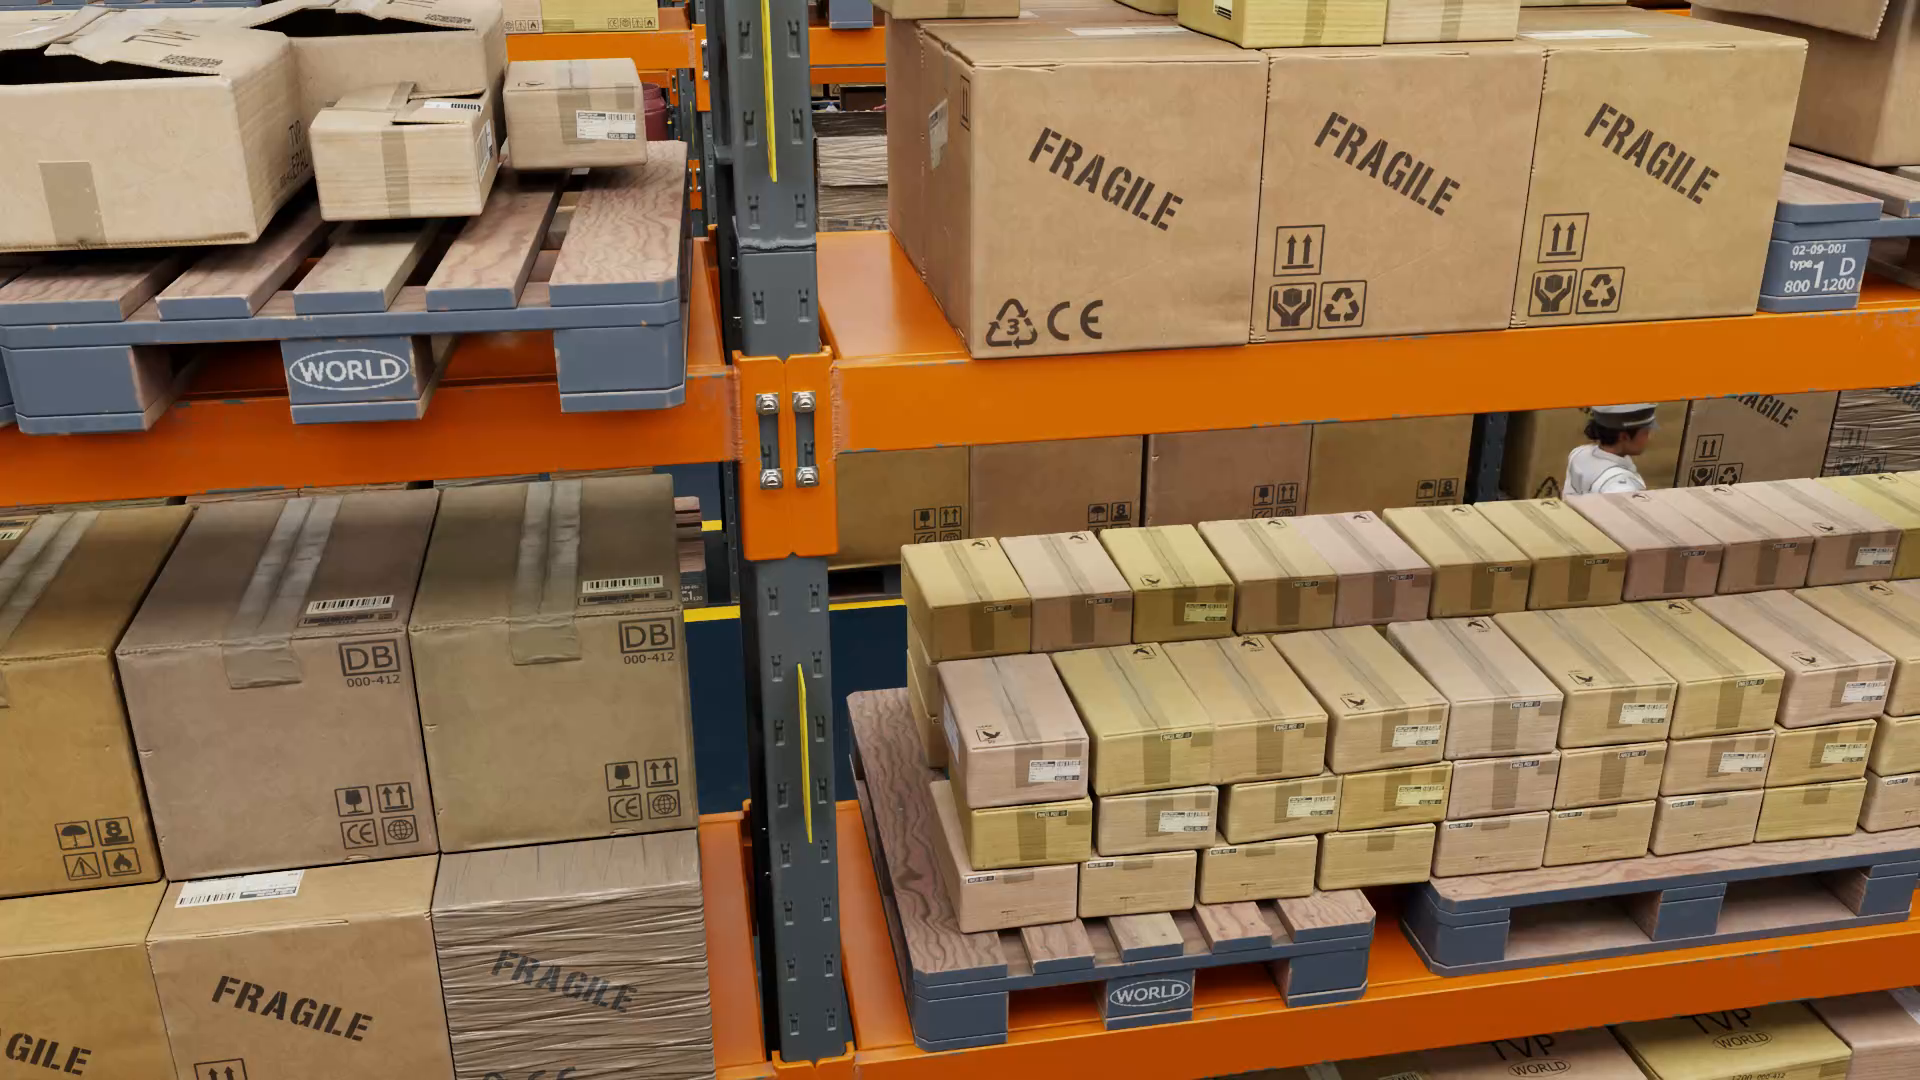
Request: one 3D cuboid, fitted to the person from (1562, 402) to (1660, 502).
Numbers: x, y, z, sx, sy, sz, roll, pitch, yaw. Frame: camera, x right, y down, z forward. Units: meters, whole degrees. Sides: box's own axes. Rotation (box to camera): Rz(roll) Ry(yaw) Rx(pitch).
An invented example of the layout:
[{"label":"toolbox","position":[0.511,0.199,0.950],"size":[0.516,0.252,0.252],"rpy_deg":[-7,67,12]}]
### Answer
[{"label":"person","position":[2.516,0.194,6.571],"size":[0.433,1.667,0.508],"rpy_deg":[0,23,-1]}]
